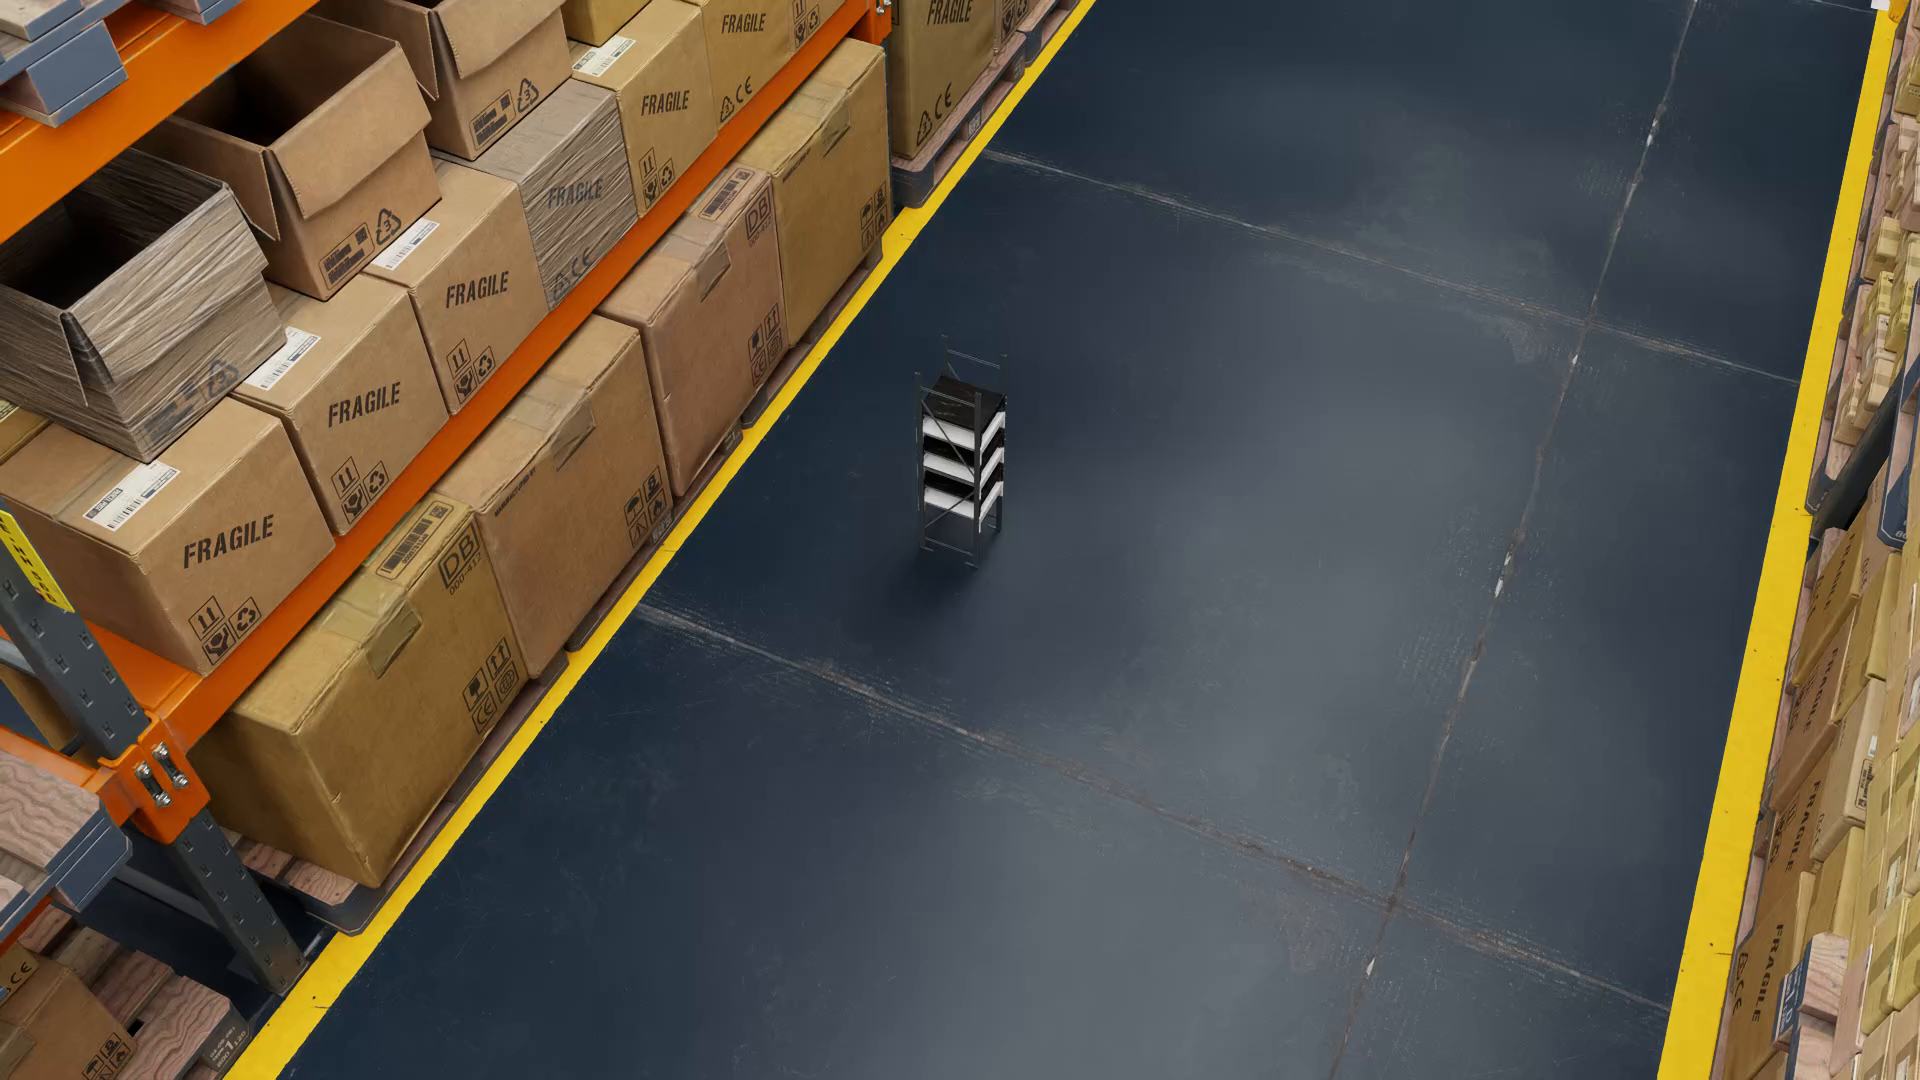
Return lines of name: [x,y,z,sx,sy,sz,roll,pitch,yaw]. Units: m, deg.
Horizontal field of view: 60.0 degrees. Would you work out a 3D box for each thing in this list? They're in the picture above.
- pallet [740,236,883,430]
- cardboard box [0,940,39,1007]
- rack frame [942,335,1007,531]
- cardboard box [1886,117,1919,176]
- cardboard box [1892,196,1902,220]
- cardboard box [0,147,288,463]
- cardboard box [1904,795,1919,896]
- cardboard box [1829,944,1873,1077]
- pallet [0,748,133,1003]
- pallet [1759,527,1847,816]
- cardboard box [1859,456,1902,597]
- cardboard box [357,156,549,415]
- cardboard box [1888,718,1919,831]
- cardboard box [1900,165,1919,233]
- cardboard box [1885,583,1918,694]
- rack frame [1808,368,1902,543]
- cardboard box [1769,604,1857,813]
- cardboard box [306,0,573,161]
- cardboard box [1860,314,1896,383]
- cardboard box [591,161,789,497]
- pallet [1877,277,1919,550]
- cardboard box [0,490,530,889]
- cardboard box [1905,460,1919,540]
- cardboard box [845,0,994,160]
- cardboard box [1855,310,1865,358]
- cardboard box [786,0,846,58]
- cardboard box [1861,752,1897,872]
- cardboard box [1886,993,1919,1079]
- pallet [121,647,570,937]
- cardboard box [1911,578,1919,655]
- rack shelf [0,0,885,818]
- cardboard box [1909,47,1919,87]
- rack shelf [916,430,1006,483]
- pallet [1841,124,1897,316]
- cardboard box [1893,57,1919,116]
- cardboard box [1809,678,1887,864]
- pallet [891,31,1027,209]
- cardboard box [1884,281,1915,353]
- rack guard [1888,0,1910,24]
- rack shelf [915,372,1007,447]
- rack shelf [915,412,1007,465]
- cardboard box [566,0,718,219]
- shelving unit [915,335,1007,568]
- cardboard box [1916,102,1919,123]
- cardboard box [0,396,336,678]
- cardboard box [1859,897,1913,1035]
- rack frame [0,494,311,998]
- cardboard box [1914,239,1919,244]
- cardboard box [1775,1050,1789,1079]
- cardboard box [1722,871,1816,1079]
pallet: [-1.035,-1.077,7.028,1.003,0.211,1.213,20,52,16]
cardboard box: [-2.742,1.114,4.193,0.500,0.250,0.500,22,53,18]
rack frame: [0.047,-0.367,5.972,0.240,0.900,0.006,20,52,16]
cardboard box: [4.310,-1.692,7.317,0.380,0.149,0.250,17,52,14]
cardboard box: [4.142,-1.316,6.997,0.380,0.149,0.250,21,53,17]
cardboard box: [-2.155,-0.637,4.099,0.797,0.503,0.637,21,53,17]
cardboard box: [2.086,0.630,3.243,0.380,0.149,0.250,21,53,17]
cardboard box: [1.971,1.010,3.310,0.380,0.149,0.250,21,53,17]
pallet: [-2.691,0.806,3.721,1.213,0.211,1.003,20,52,16]
pallet: [3.337,0.587,5.612,1.003,0.211,1.213,20,52,16]
cardboard box: [3.113,0.001,5.153,0.500,0.250,0.500,18,52,15]
cardboard box: [-1.595,-0.770,4.870,0.500,0.500,0.500,19,52,15]
cardboard box: [2.197,0.553,3.504,0.380,0.149,0.250,19,52,16]
cardboard box: [3.971,-1.320,6.609,0.380,0.149,0.250,17,52,14]
cardboard box: [2.420,0.287,3.925,0.380,0.149,0.250,18,52,14]
rack frame: [3.668,-0.853,5.006,1.000,3.000,0.127,20,52,16]
cardboard box: [2.888,0.609,5.128,0.500,0.500,0.500,22,53,18]
cardboard box: [-1.594,-1.549,4.874,0.797,0.503,0.637,21,53,17]
cardboard box: [3.619,-0.672,6.253,0.380,0.149,0.250,18,52,14]
cardboard box: [-1.410,-0.921,6.183,1.225,0.875,0.875,18,52,15]
pallet: [3.210,-0.312,4.672,1.003,0.211,1.213,20,52,16]
cardboard box: [-2.169,0.302,5.143,1.225,0.875,0.875,18,52,14]
cardboard box: [2.644,-0.074,4.233,0.380,0.149,0.250,18,52,15]
cardboard box: [-0.419,-2.412,7.452,0.875,0.875,0.875,20,52,16]
cardboard box: [3.768,-0.801,6.558,0.380,0.149,0.250,18,52,15]
cardboard box: [-0.726,-2.158,6.051,0.500,0.500,0.500,20,52,16]
cardboard box: [2.195,0.654,3.613,0.380,0.149,0.250,18,52,15]
cardboard box: [1.863,0.995,2.932,0.380,0.149,0.250,19,52,16]
pallet: [-2.077,0.603,5.598,1.003,0.211,1.213,20,52,16]
cardboard box: [2.417,0.195,3.808,0.380,0.149,0.250,19,52,15]
rack shelf: [-1.628,-0.926,5.541,1.077,0.370,4.000,20,52,16]
cardboard box: [4.520,-2.130,7.493,0.380,0.149,0.250,21,53,17]
rack shelf: [0.003,-0.334,5.869,0.258,0.077,0.200,20,52,16]
pallet: [4.443,-1.266,7.189,1.003,0.211,1.213,20,52,16]
cardboard box: [4.517,-2.042,7.614,0.380,0.149,0.250,20,53,17]
cardboard box: [2.666,0.718,4.542,0.500,0.250,0.500,22,53,17]
pallet: [-0.378,-2.131,7.924,1.003,0.211,1.213,20,52,16]
cardboard box: [3.658,-0.776,6.147,0.380,0.149,0.250,20,53,17]
rack guard: [5.344,-2.745,8.257,1.175,0.500,0.348,20,52,16]
rack shelf: [0.003,-0.451,5.732,0.258,0.077,0.200,20,52,16]
rack shelf: [0.003,-0.392,5.800,0.258,0.077,0.200,20,52,16]
cardboard box: [-1.161,-1.457,5.455,0.500,0.500,0.500,19,52,16]
shelving unit: [0.003,-0.297,5.912,0.258,0.900,0.210,20,52,16]
cardboard box: [4.301,-1.849,7.060,0.380,0.149,0.250,21,53,17]
cardboard box: [-2.029,-0.060,4.266,0.500,0.500,0.500,21,53,17]
cardboard box: [1.981,0.896,3.212,0.380,0.149,0.250,21,53,17]
rack frame: [-2.482,0.218,4.095,1.000,3.000,0.127,20,52,16]
cardboard box: [3.914,-1.003,6.535,0.380,0.149,0.250,20,53,16]
cardboard box: [2.220,1.425,3.941,0.500,0.250,0.500,20,53,17]
cardboard box: [2.440,1.312,4.530,0.500,0.500,0.500,18,52,14]
